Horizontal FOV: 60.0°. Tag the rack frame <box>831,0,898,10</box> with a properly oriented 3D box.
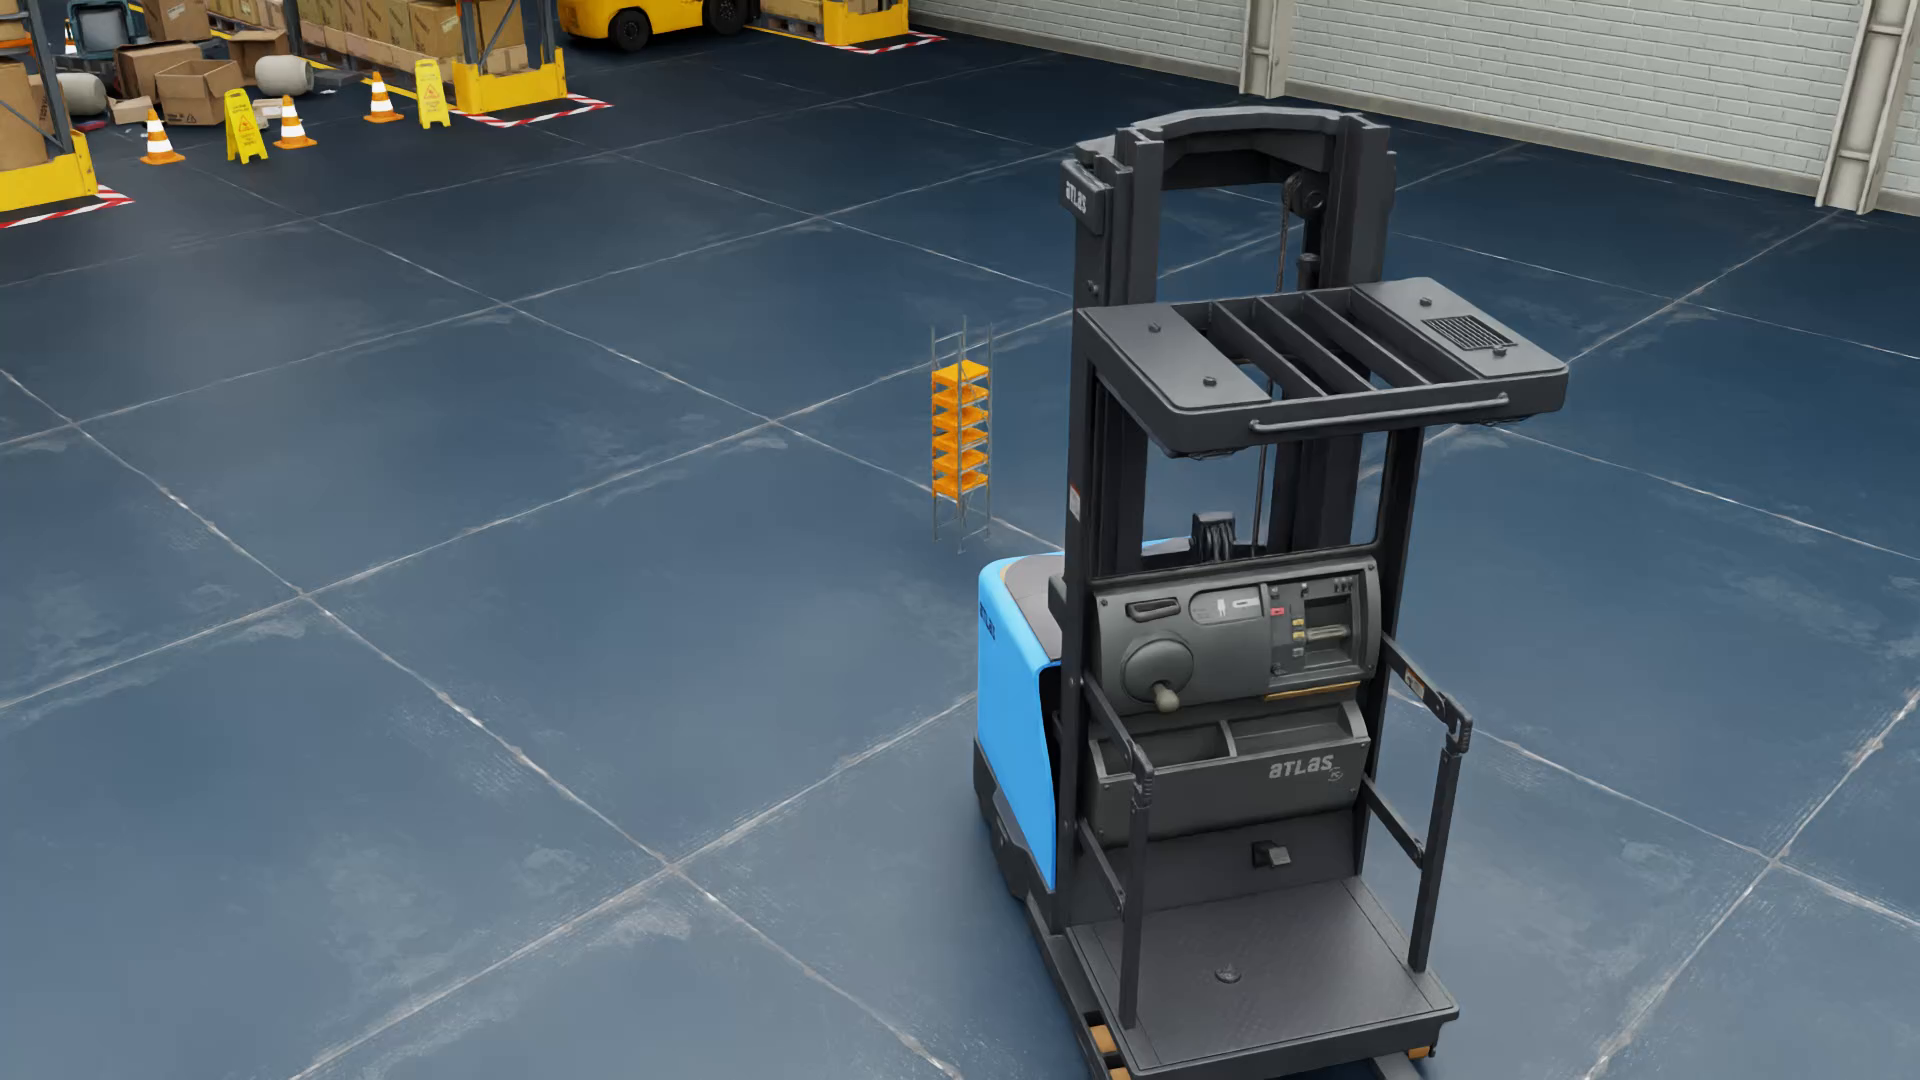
[{"bbox_3d":[-1.167,-7.552,19.889,0.127,3.000,1.000,25,36,38],"label":"rack frame"}]

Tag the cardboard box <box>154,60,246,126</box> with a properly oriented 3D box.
[{"bbox_3d":[-7.672,-4.531,16.827,0.637,0.503,0.797,2,28,4],"label":"cardboard box"}]

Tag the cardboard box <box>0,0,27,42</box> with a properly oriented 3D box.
[{"bbox_3d":[-8.339,-4.400,13.734,0.550,0.550,0.875,25,36,38],"label":"cardboard box"}]

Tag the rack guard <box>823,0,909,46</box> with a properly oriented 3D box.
[{"bbox_3d":[-1.150,-6.438,20.456,0.348,0.500,1.175,25,36,38],"label":"rack guard"}]

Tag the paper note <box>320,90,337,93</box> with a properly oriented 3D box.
[{"bbox_3d":[-6.802,-4.836,17.914,0.148,0.019,0.142,12,30,22],"label":"paper note"}]

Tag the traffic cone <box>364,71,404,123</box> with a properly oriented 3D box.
[{"bbox_3d":[-5.856,-4.493,16.797,0.334,0.463,0.336,25,36,38],"label":"traffic cone"}]

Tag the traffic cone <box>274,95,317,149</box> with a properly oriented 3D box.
[{"bbox_3d":[-6.391,-4.013,15.885,0.334,0.463,0.336,25,36,38],"label":"traffic cone"}]

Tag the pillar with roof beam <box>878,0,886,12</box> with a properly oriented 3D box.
[{"bbox_3d":[-4.050,-9.305,16.777,0.400,9.000,9.100,25,36,38],"label":"pillar with roof beam"}]

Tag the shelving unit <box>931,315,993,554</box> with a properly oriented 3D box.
[{"bbox_3d":[0.010,-0.526,8.462,0.189,1.200,0.258,25,36,38],"label":"shelving unit"}]

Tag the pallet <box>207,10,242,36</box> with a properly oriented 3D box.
[{"bbox_3d":[-8.927,-6.626,21.124,1.213,0.211,1.003,25,36,38],"label":"pallet"}]

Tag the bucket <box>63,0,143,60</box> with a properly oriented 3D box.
[{"bbox_3d":[-9.182,-5.477,17.828,0.726,0.611,0.620,-13,20,-22],"label":"bucket"}]

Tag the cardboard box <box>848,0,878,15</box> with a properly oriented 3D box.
[{"bbox_3d":[-1.380,-6.746,20.859,0.500,0.250,0.500,25,37,39],"label":"cardboard box"}]

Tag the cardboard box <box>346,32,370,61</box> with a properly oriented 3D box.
[{"bbox_3d":[-6.497,-5.553,18.590,0.500,0.250,0.500,24,36,38],"label":"cardboard box"}]

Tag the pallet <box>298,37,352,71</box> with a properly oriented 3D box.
[{"bbox_3d":[-6.993,-5.767,19.491,1.213,0.211,1.003,25,36,38],"label":"pallet"}]

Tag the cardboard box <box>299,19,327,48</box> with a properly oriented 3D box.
[{"bbox_3d":[-7.265,-5.895,19.242,0.500,0.250,0.500,23,35,36],"label":"cardboard box"}]

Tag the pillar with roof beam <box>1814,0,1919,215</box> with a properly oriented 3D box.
[{"bbox_3d":[4.507,-5.389,9.330,0.400,9.000,9.100,25,36,38],"label":"pillar with roof beam"}]

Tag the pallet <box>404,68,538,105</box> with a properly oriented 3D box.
[{"bbox_3d":[-5.253,-4.971,17.976,1.213,0.211,1.003,25,36,38],"label":"pallet"}]

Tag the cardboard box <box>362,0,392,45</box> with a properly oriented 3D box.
[{"bbox_3d":[-6.128,-5.715,18.093,0.500,0.500,0.500,24,36,37],"label":"cardboard box"}]

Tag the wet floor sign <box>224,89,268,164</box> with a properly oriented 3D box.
[{"bbox_3d":[-6.634,-3.833,15.347,0.232,0.644,0.267,18,33,30],"label":"wet floor sign"}]

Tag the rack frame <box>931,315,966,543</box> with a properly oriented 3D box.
[{"bbox_3d":[-0.055,-0.556,8.519,0.006,1.200,0.240,25,36,38],"label":"rack frame"}]

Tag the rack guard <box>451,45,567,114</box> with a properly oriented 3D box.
[{"bbox_3d":[-4.699,-4.822,17.383,0.348,0.500,1.175,25,36,38],"label":"rack guard"}]

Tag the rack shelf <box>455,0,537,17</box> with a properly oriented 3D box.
[{"bbox_3d":[-6.071,-6.237,18.162,4.000,0.370,1.077,25,36,38],"label":"rack shelf"}]

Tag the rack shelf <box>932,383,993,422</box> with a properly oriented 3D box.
[{"bbox_3d":[0.010,-0.699,8.371,0.180,0.103,0.258,25,36,38],"label":"rack shelf"}]

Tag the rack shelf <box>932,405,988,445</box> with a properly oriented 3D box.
[{"bbox_3d":[0.010,-0.593,8.427,0.180,0.103,0.258,25,36,38],"label":"rack shelf"}]

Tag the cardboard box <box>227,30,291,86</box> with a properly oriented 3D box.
[{"bbox_3d":[-7.687,-5.302,18.293,0.500,0.500,0.500,-3,28,-5],"label":"cardboard box"}]

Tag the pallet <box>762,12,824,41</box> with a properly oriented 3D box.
[{"bbox_3d":[-1.742,-6.553,20.986,1.213,0.211,1.003,25,36,38],"label":"pallet"}]

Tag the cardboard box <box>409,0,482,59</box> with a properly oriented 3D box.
[{"bbox_3d":[-5.399,-5.379,17.454,0.500,0.500,0.500,25,37,39],"label":"cardboard box"}]

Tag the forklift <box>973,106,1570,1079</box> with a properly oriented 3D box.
[{"bbox_3d":[0.924,0.337,4.960,1.130,2.935,3.031,-7,29,-13],"label":"forklift"}]

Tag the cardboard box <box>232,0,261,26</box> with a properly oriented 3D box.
[{"bbox_3d":[-8.388,-6.635,20.518,0.950,0.372,0.625,-23,35,-36],"label":"cardboard box"}]

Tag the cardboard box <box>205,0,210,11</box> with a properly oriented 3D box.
[{"bbox_3d":[-9.421,-7.111,21.422,0.625,0.372,0.950,24,36,37],"label":"cardboard box"}]

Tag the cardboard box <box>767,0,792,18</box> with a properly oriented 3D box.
[{"bbox_3d":[-2.072,-6.735,20.838,0.500,0.250,0.500,25,36,38],"label":"cardboard box"}]

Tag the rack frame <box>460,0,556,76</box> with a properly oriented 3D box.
[{"bbox_3d":[-4.645,-5.903,16.754,0.127,3.000,1.000,25,36,38],"label":"rack frame"}]

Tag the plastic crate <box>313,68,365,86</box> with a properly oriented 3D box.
[{"bbox_3d":[-6.952,-5.132,18.424,0.583,0.080,0.402,12,30,22],"label":"plastic crate"}]

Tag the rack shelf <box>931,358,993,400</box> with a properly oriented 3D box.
[{"bbox_3d":[0.010,-0.806,8.315,0.180,0.103,0.258,25,36,38],"label":"rack shelf"}]

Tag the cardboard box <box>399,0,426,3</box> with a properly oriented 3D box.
[{"bbox_3d":[-5.708,-5.764,17.489,0.380,0.149,0.250,-24,36,-38],"label":"cardboard box"}]

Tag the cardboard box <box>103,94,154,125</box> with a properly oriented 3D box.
[{"bbox_3d":[-8.378,-4.373,16.781,0.396,0.266,0.258,-18,33,-31],"label":"cardboard box"}]

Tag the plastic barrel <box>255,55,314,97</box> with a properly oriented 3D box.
[{"bbox_3d":[-7.179,-4.935,17.680,0.512,0.421,0.421,-3,28,-5],"label":"plastic barrel"}]

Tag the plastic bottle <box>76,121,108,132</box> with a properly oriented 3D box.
[{"bbox_3d":[-8.614,-4.117,16.514,0.133,0.061,0.283,12,30,22],"label":"plastic bottle"}]

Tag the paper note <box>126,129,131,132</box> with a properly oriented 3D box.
[{"bbox_3d":[-8.220,-4.043,16.428,0.032,0.001,0.123,-7,29,-14],"label":"paper note"}]

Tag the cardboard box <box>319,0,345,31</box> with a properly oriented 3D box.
[{"bbox_3d":[-6.875,-6.056,18.742,0.500,0.500,0.500,-24,36,-37],"label":"cardboard box"}]

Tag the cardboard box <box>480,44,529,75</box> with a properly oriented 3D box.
[{"bbox_3d":[-5.026,-5.227,17.971,0.500,0.250,0.500,24,36,38],"label":"cardboard box"}]

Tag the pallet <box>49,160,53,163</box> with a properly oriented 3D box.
[{"bbox_3d":[-8.668,-3.228,14.663,1.213,0.211,1.003,25,36,38],"label":"pallet"}]

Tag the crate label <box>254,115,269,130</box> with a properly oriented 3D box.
[{"bbox_3d":[-6.995,-4.105,16.410,0.298,0.136,0.250,7,29,13],"label":"crate label"}]

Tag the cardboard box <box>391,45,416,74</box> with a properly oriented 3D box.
[{"bbox_3d":[-5.773,-5.218,17.954,0.500,0.250,0.500,25,37,39],"label":"cardboard box"}]
